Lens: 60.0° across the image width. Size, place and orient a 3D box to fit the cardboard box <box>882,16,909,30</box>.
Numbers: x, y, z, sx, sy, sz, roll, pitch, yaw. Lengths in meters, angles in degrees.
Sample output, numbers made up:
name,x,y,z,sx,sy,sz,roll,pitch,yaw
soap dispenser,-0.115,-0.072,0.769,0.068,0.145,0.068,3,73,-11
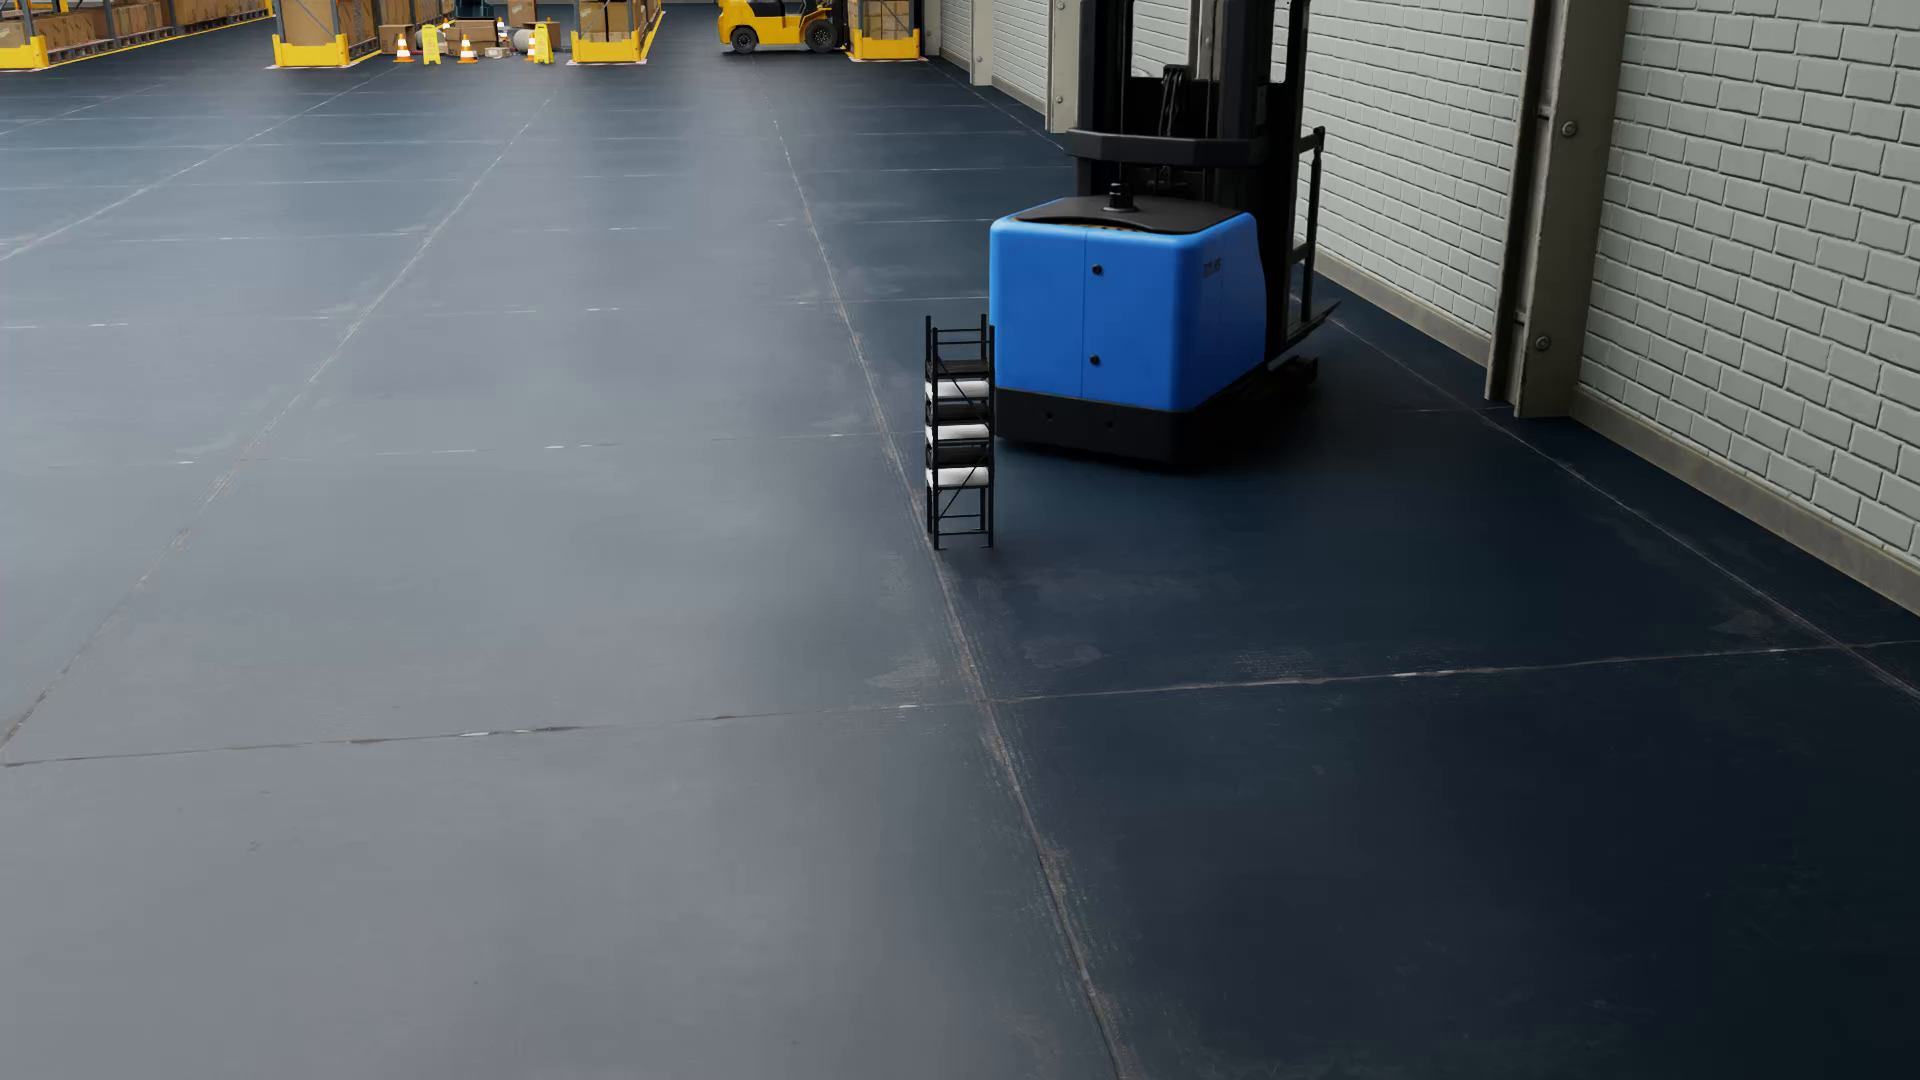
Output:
name,x,y,z,sx,sy,sz,roll,pitch,yaw
cardboard box,-1.185,-9.433,30.301,0.500,0.250,0.500,-3,21,-7

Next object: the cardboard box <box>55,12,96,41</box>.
name,x,y,z,sx,sy,sz,roll,pitch,yaw
cardboard box,-16.599,-9.636,31.201,0.500,0.500,0.500,-4,21,-9

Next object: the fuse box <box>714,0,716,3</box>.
name,x,y,z,sx,sy,sz,roll,pitch,yaw
fuse box,-7.277,-16.808,49.274,0.539,1.711,0.414,-3,21,-8

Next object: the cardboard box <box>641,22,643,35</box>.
name,x,y,z,sx,sy,sz,roll,pitch,yaw
cardboard box,-6.459,-9.968,32.448,0.500,0.250,0.500,-2,21,-5

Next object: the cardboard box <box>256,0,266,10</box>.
name,x,y,z,sx,sy,sz,roll,pitch,yaw
cardboard box,-18.175,-13.889,42.053,0.875,0.875,0.875,-3,21,-8

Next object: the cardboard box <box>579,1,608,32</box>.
name,x,y,z,sx,sy,sz,roll,pitch,yaw
cardboard box,-6.607,-9.390,29.827,0.500,0.500,0.500,-3,21,-7

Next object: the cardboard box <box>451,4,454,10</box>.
name,x,y,z,sx,sy,sz,roll,pitch,yaw
cardboard box,-12.885,-13.365,41.687,0.380,0.149,0.250,-3,21,-7

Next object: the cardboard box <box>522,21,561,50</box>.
name,x,y,z,sx,sy,sz,roll,pitch,yaw
cardboard box,-8.003,-9.641,31.812,0.500,0.500,0.500,12,24,29

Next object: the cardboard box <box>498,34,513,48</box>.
name,x,y,z,sx,sy,sz,roll,pitch,yaw
cardboard box,-8.817,-9.580,31.985,0.396,0.266,0.258,17,27,39

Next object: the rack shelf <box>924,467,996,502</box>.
name,x,y,z,sx,sy,sz,roll,pitch,yaw
rack shelf,-0.001,-0.225,6.641,0.258,0.077,0.200,-3,21,-8

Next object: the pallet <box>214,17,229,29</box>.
name,x,y,z,sx,sy,sz,roll,pitch,yaw
pallet,-17.584,-11.951,38.412,1.003,0.211,1.213,-3,21,-8

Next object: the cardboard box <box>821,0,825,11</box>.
name,x,y,z,sx,sy,sz,roll,pitch,yaw
cardboard box,-2.983,-12.582,39.089,0.500,0.500,0.500,-4,21,-10

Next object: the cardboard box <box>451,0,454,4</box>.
name,x,y,z,sx,sy,sz,roll,pitch,yaw
cardboard box,-12.816,-13.411,41.385,0.380,0.149,0.250,-3,21,-7

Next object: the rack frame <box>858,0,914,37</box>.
name,x,y,z,sx,sy,sz,roll,pitch,yaw
rack frame,-1.323,-10.117,29.517,1.000,3.000,0.127,-3,21,-8

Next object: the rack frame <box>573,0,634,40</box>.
name,x,y,z,sx,sy,sz,roll,pitch,yaw
rack frame,-6.234,-9.866,28.844,1.000,3.000,0.127,-3,21,-8

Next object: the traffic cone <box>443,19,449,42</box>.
name,x,y,z,sx,sy,sz,roll,pitch,yaw
traffic cone,-10.393,-10.318,33.680,0.336,0.463,0.334,-3,21,-8

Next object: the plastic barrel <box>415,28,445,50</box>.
name,x,y,z,sx,sy,sz,roll,pitch,yaw
plastic barrel,-10.013,-9.444,31.396,0.512,0.421,0.421,12,24,30

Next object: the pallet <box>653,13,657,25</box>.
name,x,y,z,sx,sy,sz,roll,pitch,yaw
pallet,-7.778,-12.451,39.751,1.003,0.211,1.213,-3,21,-8

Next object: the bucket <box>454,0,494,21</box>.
name,x,y,z,sx,sy,sz,roll,pitch,yaw
bucket,-9.393,-10.214,32.282,0.726,0.611,0.620,4,11,11

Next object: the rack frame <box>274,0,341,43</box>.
name,x,y,z,sx,sy,sz,roll,pitch,yaw
rack frame,-11.118,-9.581,28.081,1.000,3.000,0.127,-3,21,-8

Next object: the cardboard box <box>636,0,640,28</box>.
name,x,y,z,sx,sy,sz,roll,pitch,yaw
cardboard box,-6.224,-9.782,30.877,0.500,0.500,0.500,-3,21,-7

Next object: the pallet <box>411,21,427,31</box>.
name,x,y,z,sx,sy,sz,roll,pitch,yaw
pallet,-12.382,-11.315,36.710,1.003,0.211,1.213,-3,21,-8

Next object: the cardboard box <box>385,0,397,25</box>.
name,x,y,z,sx,sy,sz,roll,pitch,yaw
cardboard box,-12.008,-10.653,33.568,1.050,0.750,0.750,-3,21,-8

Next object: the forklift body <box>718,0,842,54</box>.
name,x,y,z,sx,sy,sz,roll,pitch,yaw
forklift body,-3.401,-10.284,31.177,2.313,2.155,1.214,-3,21,-8

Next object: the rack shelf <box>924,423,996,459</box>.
name,x,y,z,sx,sy,sz,roll,pitch,yaw
rack shelf,-0.001,-0.393,6.578,0.258,0.077,0.200,-3,21,-8

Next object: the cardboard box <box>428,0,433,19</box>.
name,x,y,z,sx,sy,sz,roll,pitch,yaw
cardboard box,-12.348,-12.163,37.966,0.500,0.500,0.500,-3,21,-9

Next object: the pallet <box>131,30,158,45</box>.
name,x,y,z,sx,sy,sz,roll,pitch,yaw
pallet,-16.910,-10.137,33.556,1.003,0.211,1.213,-3,21,-8

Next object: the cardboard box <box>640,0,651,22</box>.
name,x,y,z,sx,sy,sz,roll,pitch,yaw
cardboard box,-7.404,-12.080,37.209,0.875,0.875,0.875,-3,21,-8

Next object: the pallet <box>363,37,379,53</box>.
name,x,y,z,sx,sy,sz,roll,pitch,yaw
pallet,-11.662,-9.392,31.562,1.003,0.211,1.213,-3,21,-8

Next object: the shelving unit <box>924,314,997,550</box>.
name,x,y,z,sx,sy,sz,roll,pitch,yaw
shelving unit,-0.001,-0.424,6.566,0.258,0.900,0.210,-3,21,-8

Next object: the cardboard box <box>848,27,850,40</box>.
name,x,y,z,sx,sy,sz,roll,pitch,yaw
cardboard box,-1.828,-9.519,31.245,0.500,0.250,0.500,-3,21,-7

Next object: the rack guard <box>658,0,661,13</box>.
name,x,y,z,sx,sy,sz,roll,pitch,yaw
rack guard,-8.544,-14.243,44.135,1.175,0.500,0.348,-3,21,-8

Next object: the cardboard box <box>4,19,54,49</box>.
name,x,y,z,sx,sy,sz,roll,pitch,yaw
cardboard box,-16.234,-8.814,29.000,0.500,0.500,0.500,2,21,6

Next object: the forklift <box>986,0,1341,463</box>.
name,x,y,z,sx,sy,sz,roll,pitch,yaw
forklift,1.261,-2.187,8.384,1.130,2.935,3.031,11,23,26

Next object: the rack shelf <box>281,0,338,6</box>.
name,x,y,z,sx,sy,sz,roll,pitch,yaw
rack shelf,-11.406,-9.936,30.061,1.077,0.370,4.000,-3,21,-8

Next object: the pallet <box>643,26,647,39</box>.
name,x,y,z,sx,sy,sz,roll,pitch,yaw
pallet,-7.103,-10.637,34.894,1.003,0.211,1.213,-3,21,-8

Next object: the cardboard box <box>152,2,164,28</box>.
name,x,y,z,sx,sy,sz,roll,pitch,yaw
cardboard box,-17.077,-10.940,34.663,0.700,0.500,0.500,-4,21,-11

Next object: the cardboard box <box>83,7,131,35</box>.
name,x,y,z,sx,sy,sz,roll,pitch,yaw
cardboard box,-16.734,-10.166,32.591,0.700,0.500,0.500,-3,21,-8

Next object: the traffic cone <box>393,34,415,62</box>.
name,x,y,z,sx,sy,sz,roll,pitch,yaw
traffic cone,-9.789,-8.648,29.209,0.336,0.463,0.334,-3,21,-8

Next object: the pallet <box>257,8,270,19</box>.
name,x,y,z,sx,sy,sz,roll,pitch,yaw
pallet,-18.154,-13.326,42.095,1.003,0.211,1.213,-3,21,-8

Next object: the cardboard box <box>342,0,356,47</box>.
name,x,y,z,sx,sy,sz,roll,pitch,yaw
cardboard box,-11.410,-9.318,29.815,0.875,0.875,0.875,-3,21,-9

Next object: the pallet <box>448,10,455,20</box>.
name,x,y,z,sx,sy,sz,roll,pitch,yaw
pallet,-13.158,-13.084,41.445,1.003,0.211,1.213,-3,21,-8

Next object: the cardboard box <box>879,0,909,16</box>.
name,x,y,z,sx,sy,sz,roll,pitch,yaw
cardboard box,-1.205,-9.670,30.221,0.500,0.250,0.500,-3,21,-9

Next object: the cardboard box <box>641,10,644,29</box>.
name,x,y,z,sx,sy,sz,roll,pitch,yaw
cardboard box,-6.996,-10.647,34.090,0.950,0.372,0.625,-2,21,-4

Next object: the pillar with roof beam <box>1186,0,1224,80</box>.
name,x,y,z,sx,sy,sz,roll,pitch,yaw
pillar with roof beam,-2.196,-6.765,11.967,9.100,9.000,0.400,-3,21,-8

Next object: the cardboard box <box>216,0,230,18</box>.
name,x,y,z,sx,sy,sz,roll,pitch,yaw
cardboard box,-17.658,-12.501,38.337,1.225,0.875,0.875,-3,21,-8

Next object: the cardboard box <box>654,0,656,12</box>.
name,x,y,z,sx,sy,sz,roll,pitch,yaw
cardboard box,-7.948,-13.240,40.939,0.875,0.438,0.875,-3,21,-9

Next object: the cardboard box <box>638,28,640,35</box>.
name,x,y,z,sx,sy,sz,roll,pitch,yaw
cardboard box,-6.143,-9.245,30.511,0.500,0.250,0.500,-2,21,-6

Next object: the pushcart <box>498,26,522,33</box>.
name,x,y,z,sx,sy,sz,roll,pitch,yaw
pushcart,-9.059,-9.890,32.656,1.648,0.377,0.936,-11,23,-26
